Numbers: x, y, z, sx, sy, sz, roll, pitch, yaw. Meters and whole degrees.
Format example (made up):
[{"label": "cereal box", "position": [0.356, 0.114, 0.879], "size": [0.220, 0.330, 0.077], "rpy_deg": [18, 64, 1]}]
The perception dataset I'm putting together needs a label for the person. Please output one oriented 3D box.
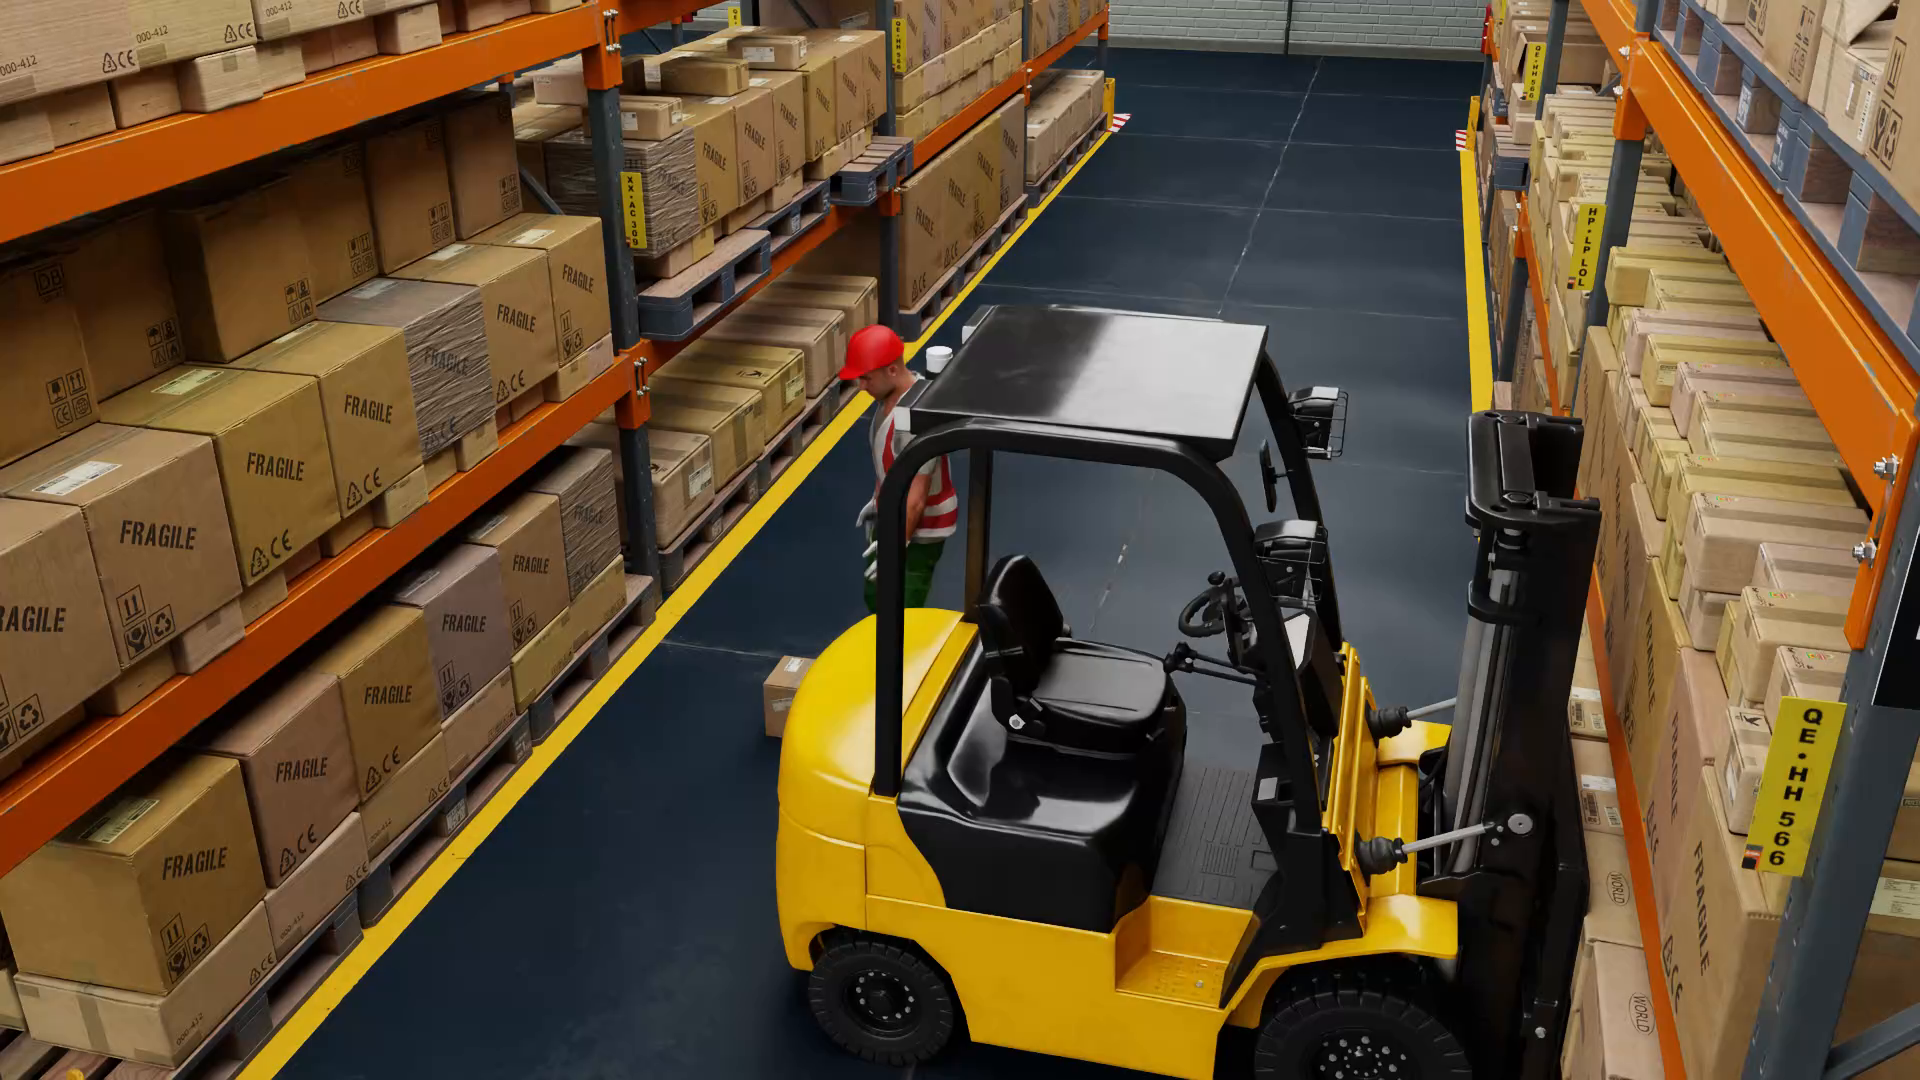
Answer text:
[{"label": "person", "position": [-0.245, -0.041, 6.733], "size": [0.459, 1.735, 0.544], "rpy_deg": [-6, 26, -12]}]
